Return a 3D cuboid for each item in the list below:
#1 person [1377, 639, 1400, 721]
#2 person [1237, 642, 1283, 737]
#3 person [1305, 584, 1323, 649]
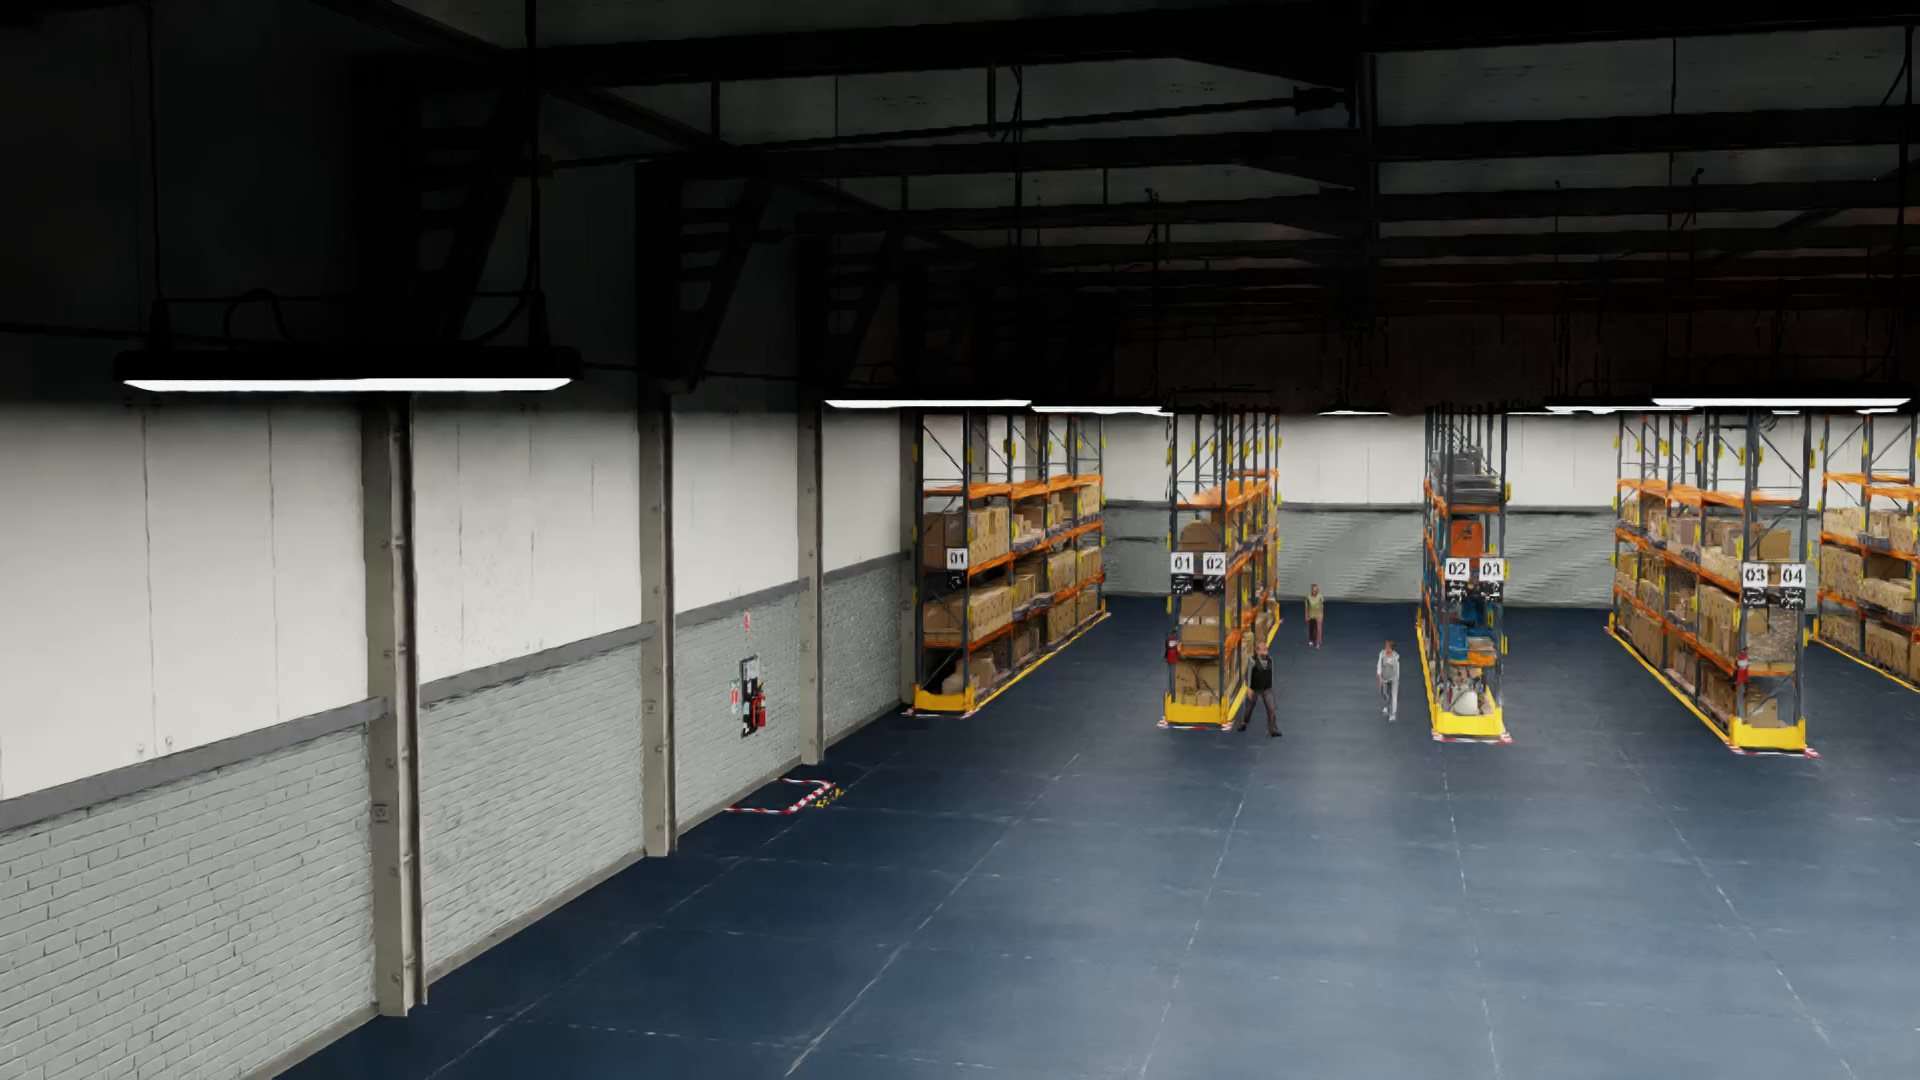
[{"bbox_3d":[8.114,2.623,31.518,0.417,1.517,1.036,1,4,17],"label":"person"},{"bbox_3d":[5.379,2.671,29.898,0.588,1.695,0.930,-1,4,-12],"label":"person"},{"bbox_3d":[8.755,1.867,41.147,0.451,1.585,1.097,1,4,13],"label":"person"}]
